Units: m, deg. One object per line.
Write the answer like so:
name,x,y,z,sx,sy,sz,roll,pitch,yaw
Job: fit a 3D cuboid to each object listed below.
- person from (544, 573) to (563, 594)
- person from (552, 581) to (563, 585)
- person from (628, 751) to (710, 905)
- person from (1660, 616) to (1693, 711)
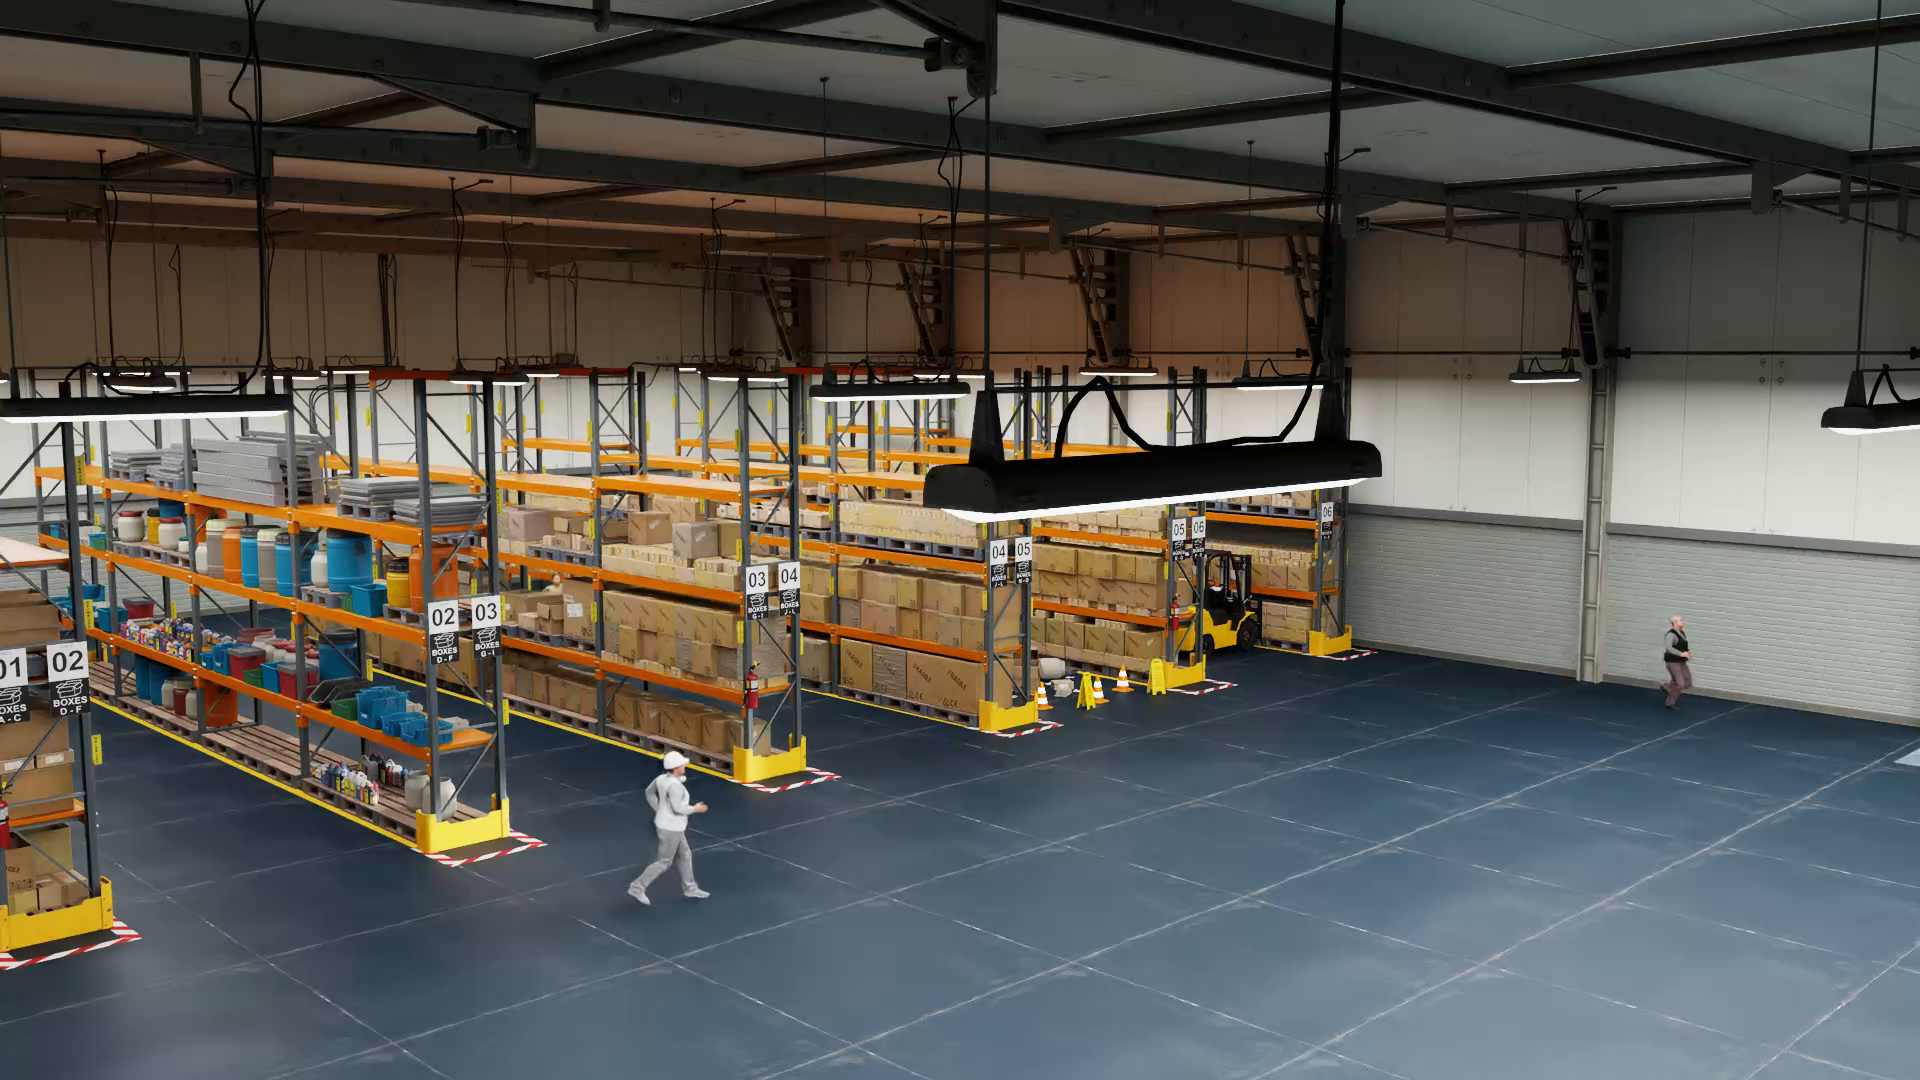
person,-8.523,1.529,35.256,0.565,1.679,0.889,-5,8,-36
person,-9.973,0.759,41.676,0.654,1.760,0.813,6,9,42
person,-3.338,3.297,19.004,0.966,1.773,0.632,-2,7,-20
person,12.708,2.174,29.481,0.591,1.687,0.698,6,9,42
